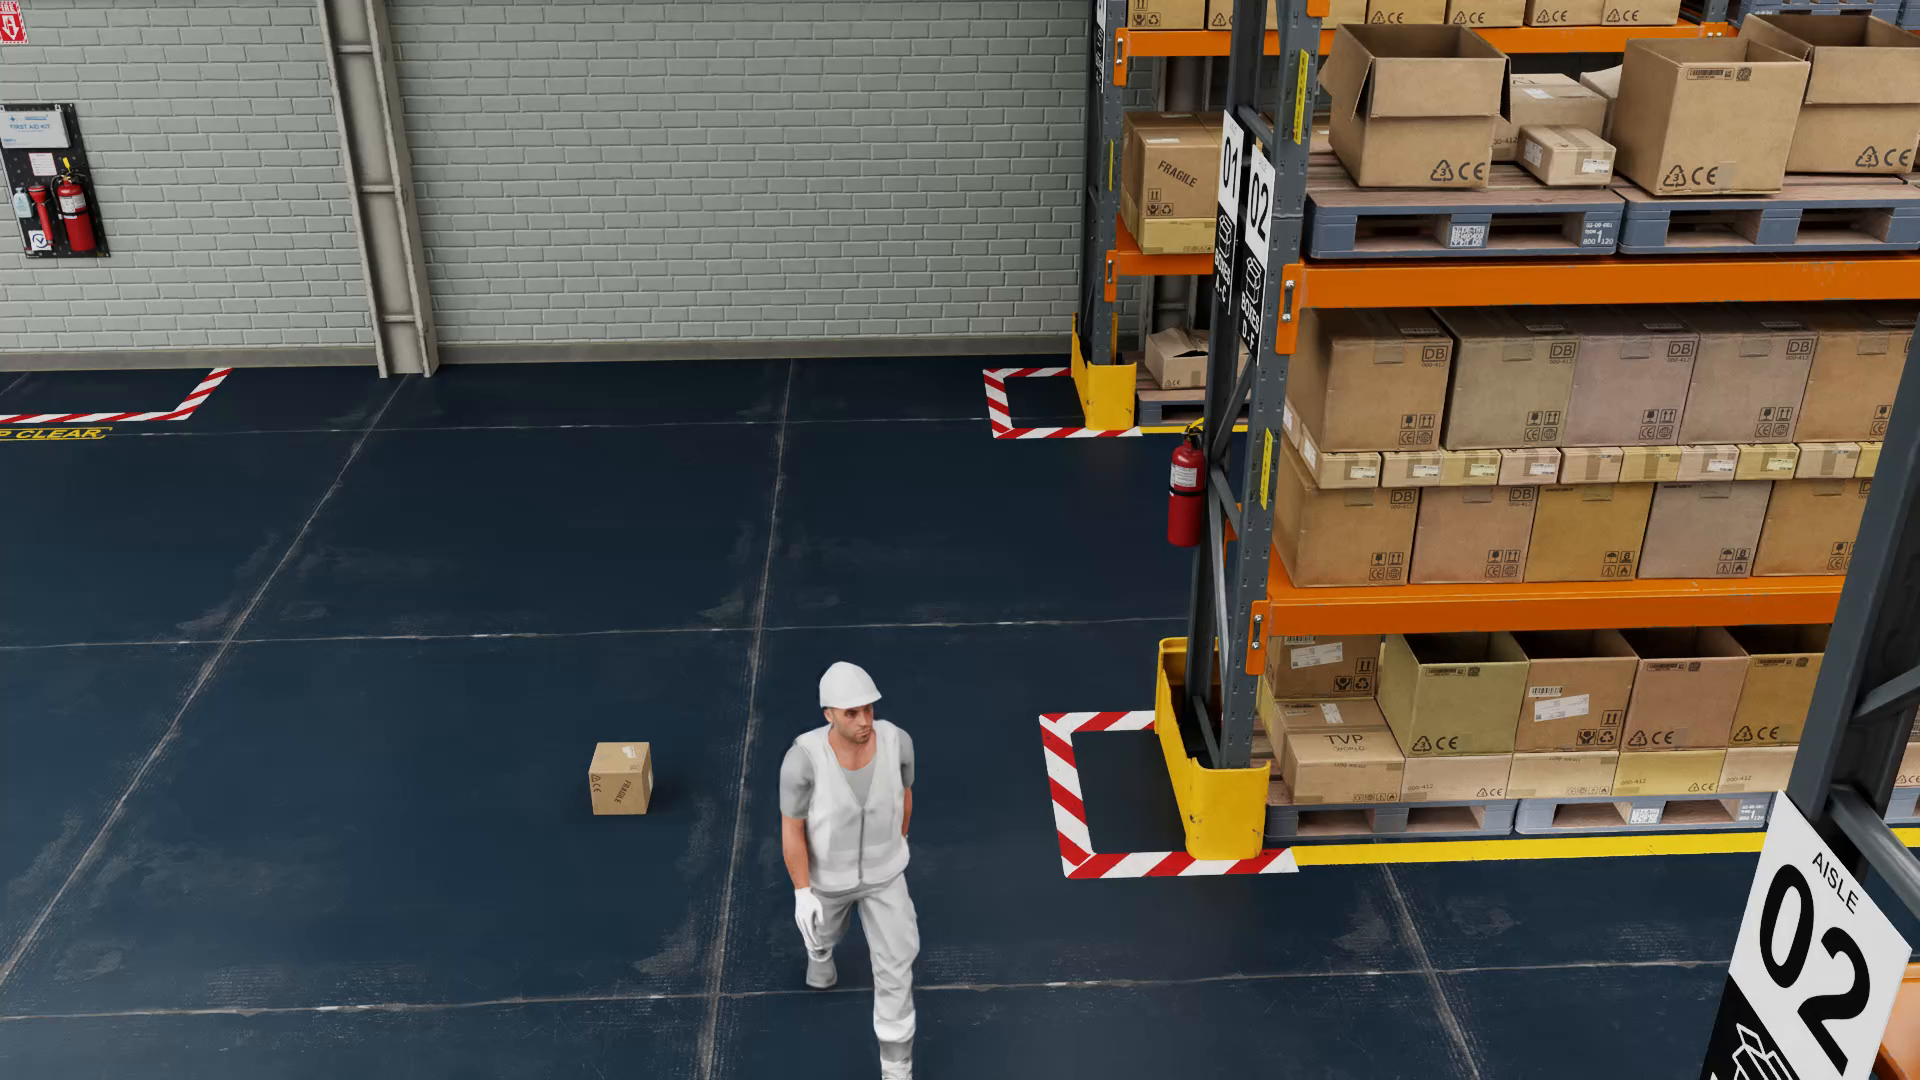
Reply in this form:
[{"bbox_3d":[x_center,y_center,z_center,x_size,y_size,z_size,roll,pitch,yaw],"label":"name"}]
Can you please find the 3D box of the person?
[{"bbox_3d":[-0.398,1.234,6.206,0.529,1.743,1.073,-7,28,-13],"label":"person"}]
